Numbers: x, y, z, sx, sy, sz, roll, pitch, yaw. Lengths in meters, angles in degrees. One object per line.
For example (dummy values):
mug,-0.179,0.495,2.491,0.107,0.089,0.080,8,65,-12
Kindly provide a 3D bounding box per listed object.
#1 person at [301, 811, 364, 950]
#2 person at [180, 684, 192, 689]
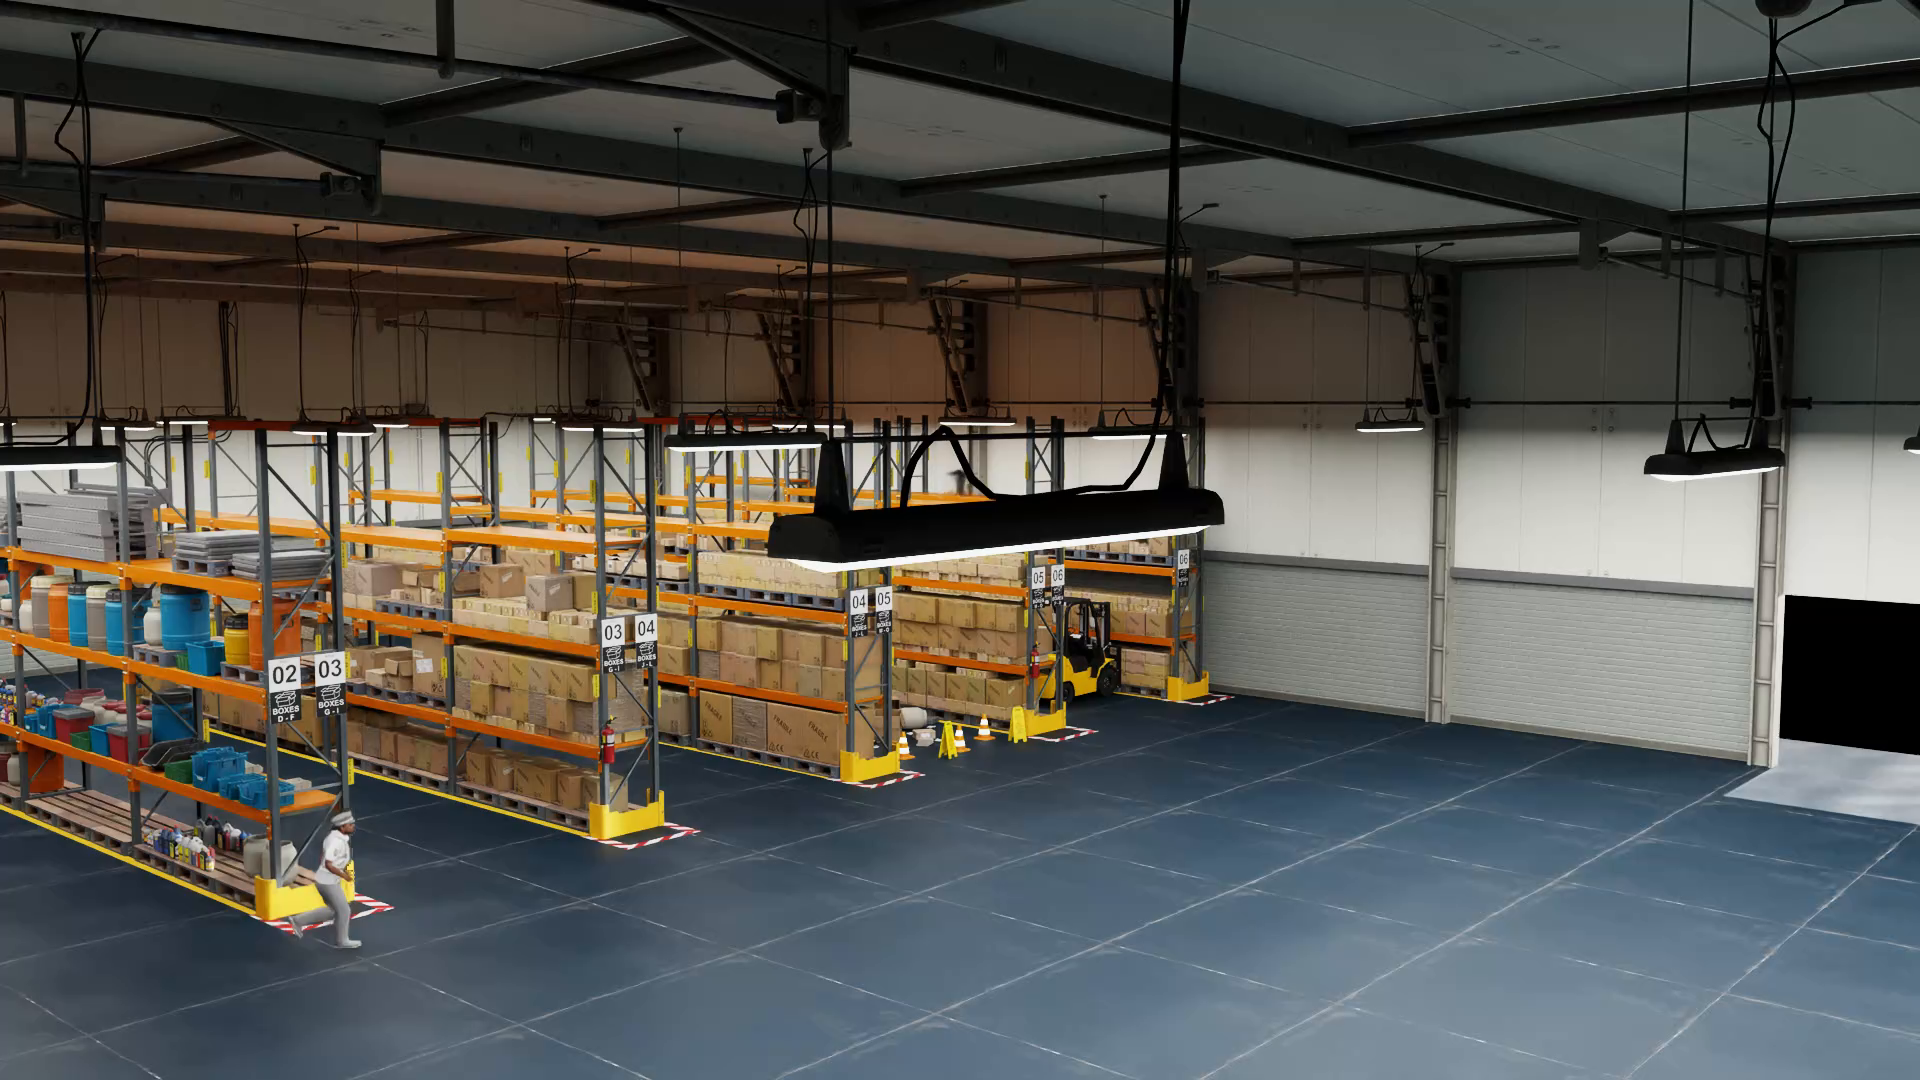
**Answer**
person,-7.222,3.938,19.119,0.719,1.633,0.559,-1,5,-14
person,-13.757,3.162,29.135,0.864,1.498,0.645,2,5,25
